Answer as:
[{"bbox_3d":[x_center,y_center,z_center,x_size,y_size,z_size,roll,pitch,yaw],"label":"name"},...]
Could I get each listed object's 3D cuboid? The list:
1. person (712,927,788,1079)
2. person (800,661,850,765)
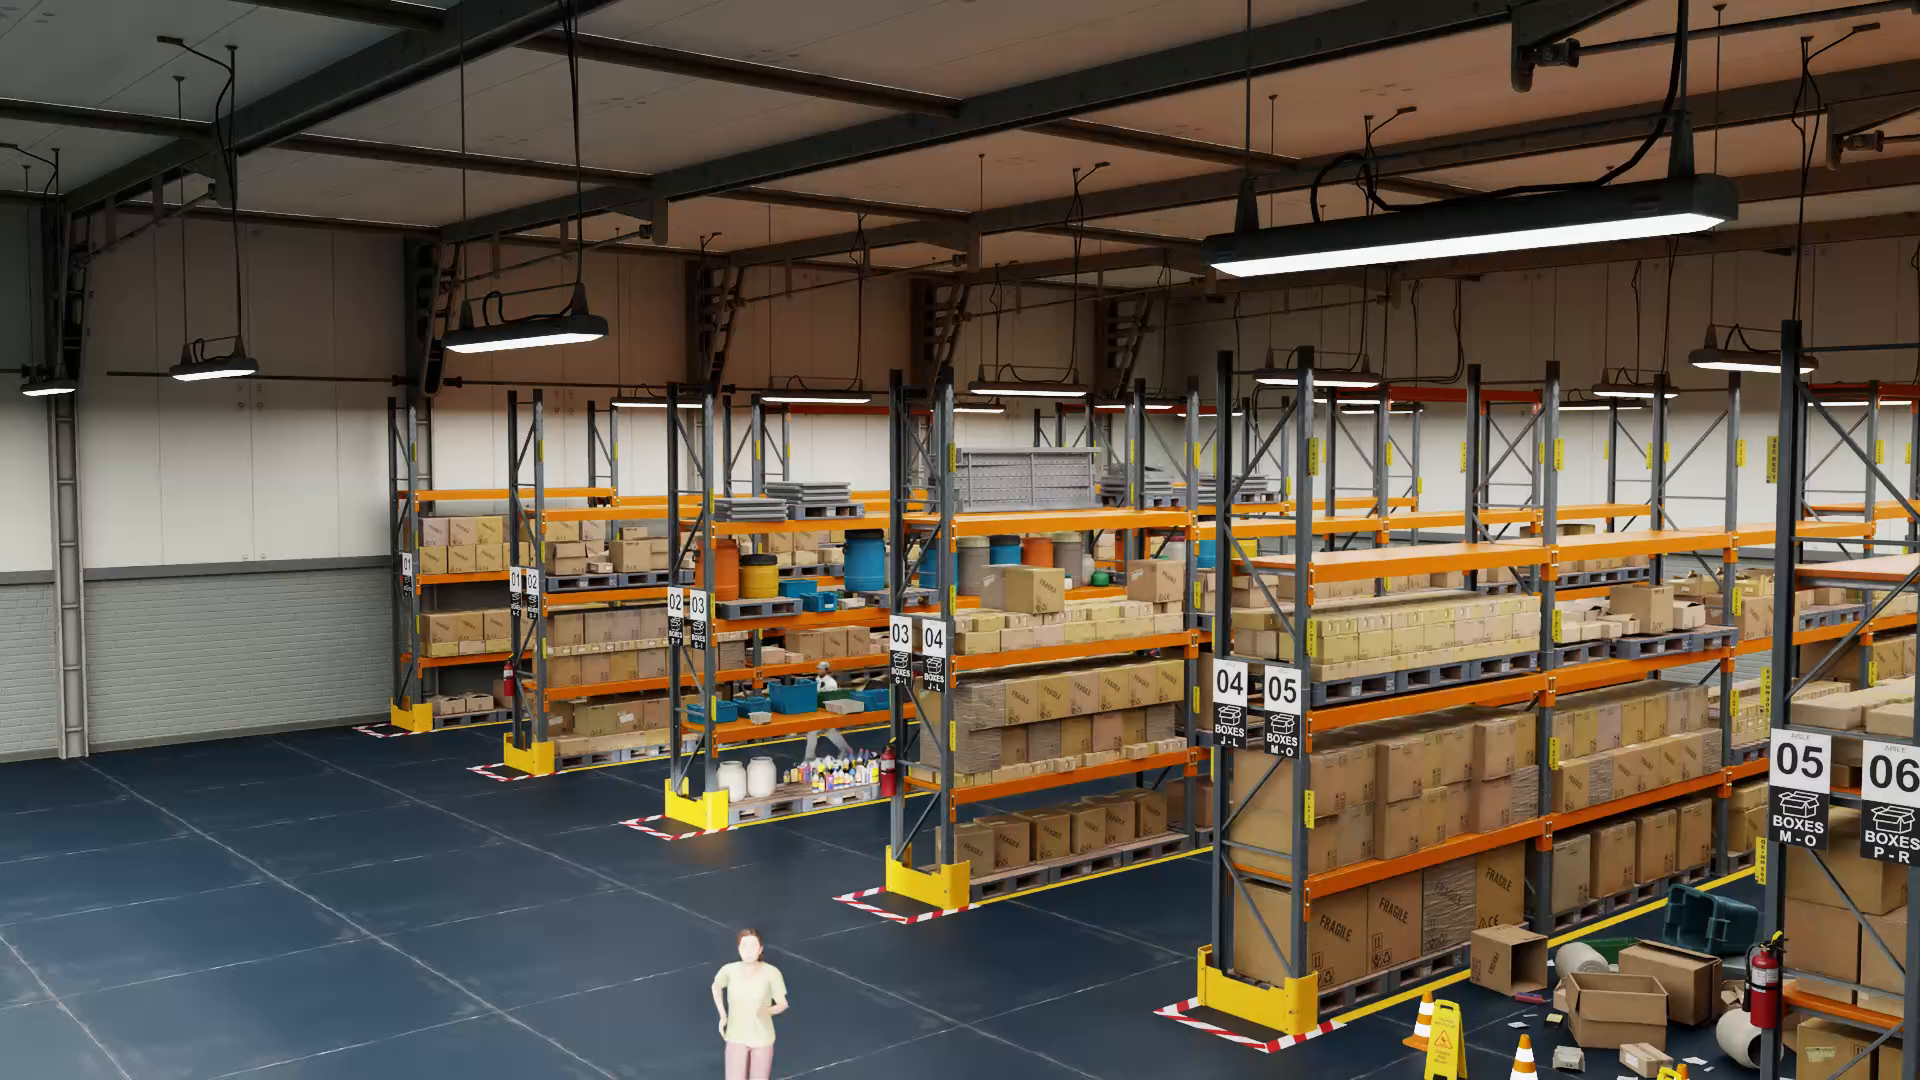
[{"bbox_3d":[-1.509,3.634,11.927,0.557,1.711,0.664,0,3,-5],"label":"person"},{"bbox_3d":[-2.177,2.762,26.591,0.603,1.661,0.940,3,4,41],"label":"person"}]
